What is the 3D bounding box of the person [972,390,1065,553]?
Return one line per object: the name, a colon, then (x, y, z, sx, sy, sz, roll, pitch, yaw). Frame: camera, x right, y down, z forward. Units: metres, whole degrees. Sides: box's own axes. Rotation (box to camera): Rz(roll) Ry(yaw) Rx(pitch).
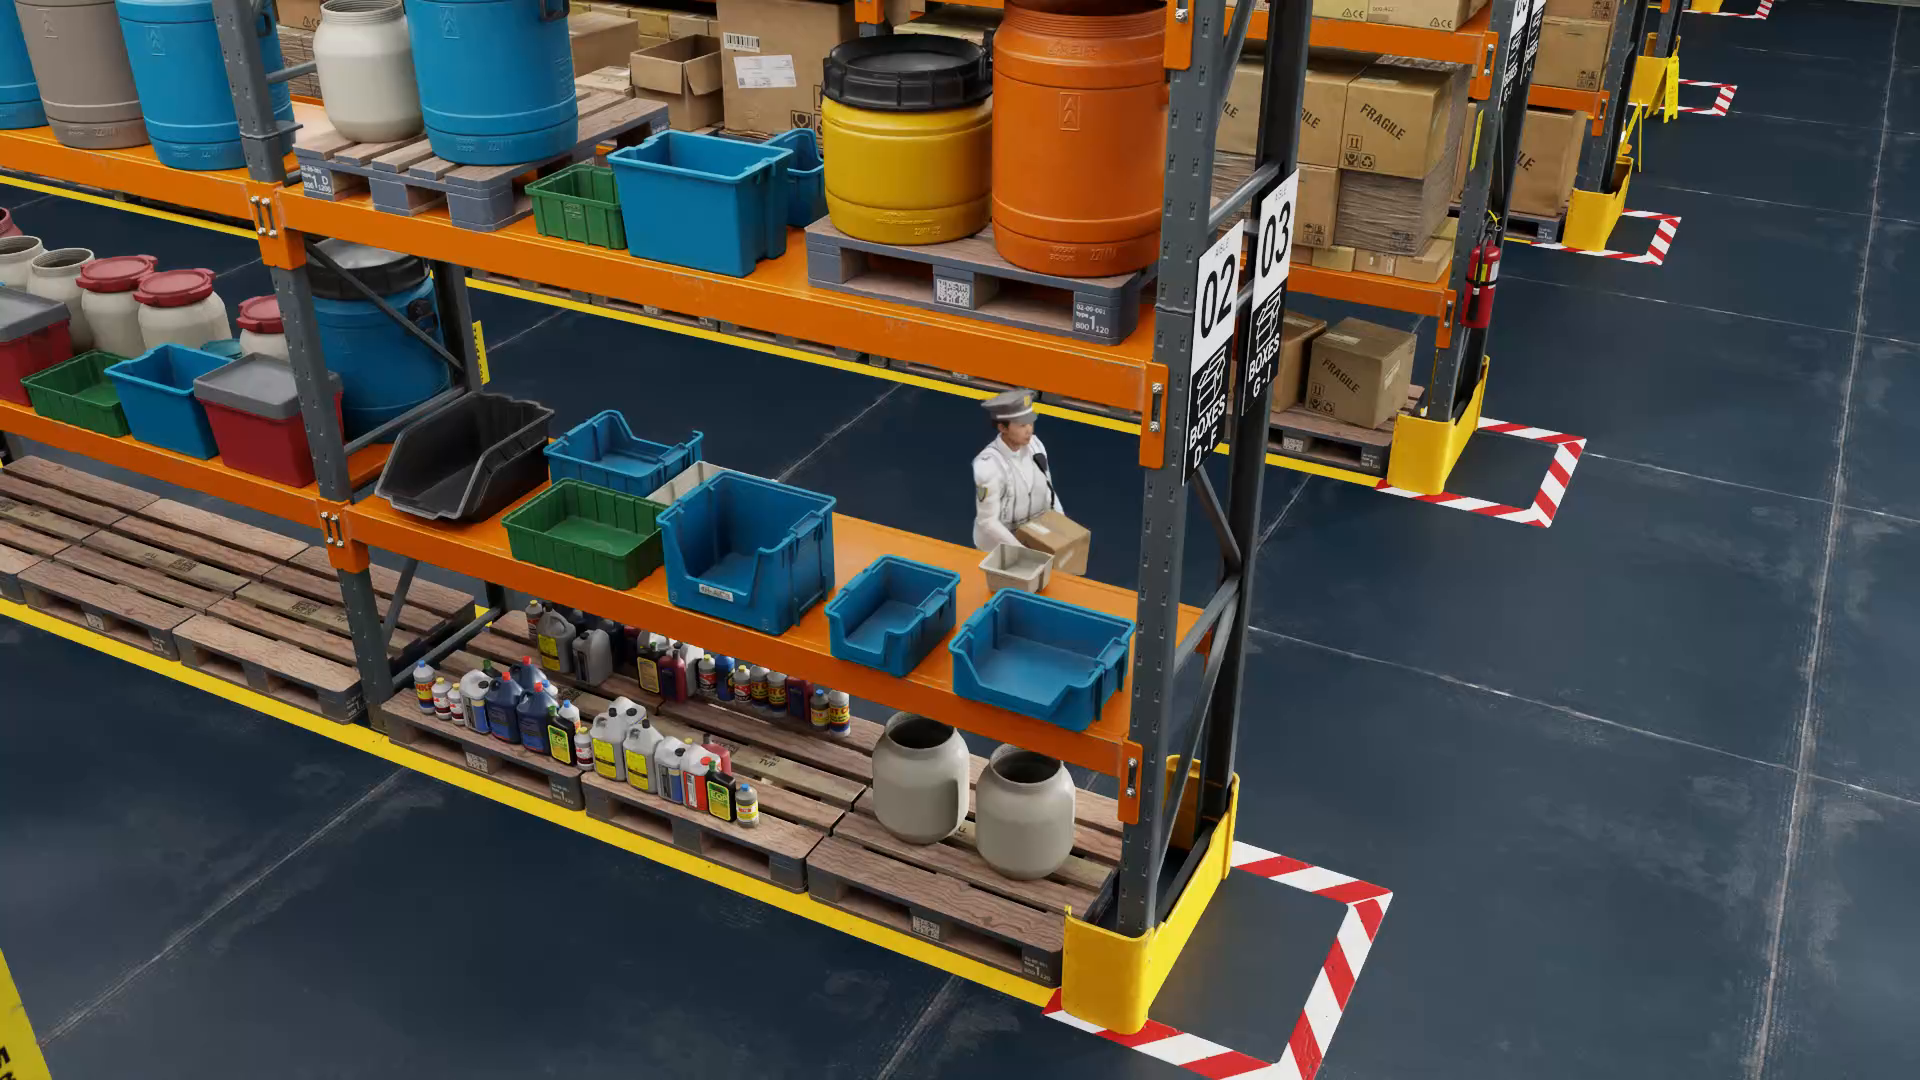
person: (0.311, 0.061, 8.148, 0.489, 1.692, 0.489, -26, 39, -37)
